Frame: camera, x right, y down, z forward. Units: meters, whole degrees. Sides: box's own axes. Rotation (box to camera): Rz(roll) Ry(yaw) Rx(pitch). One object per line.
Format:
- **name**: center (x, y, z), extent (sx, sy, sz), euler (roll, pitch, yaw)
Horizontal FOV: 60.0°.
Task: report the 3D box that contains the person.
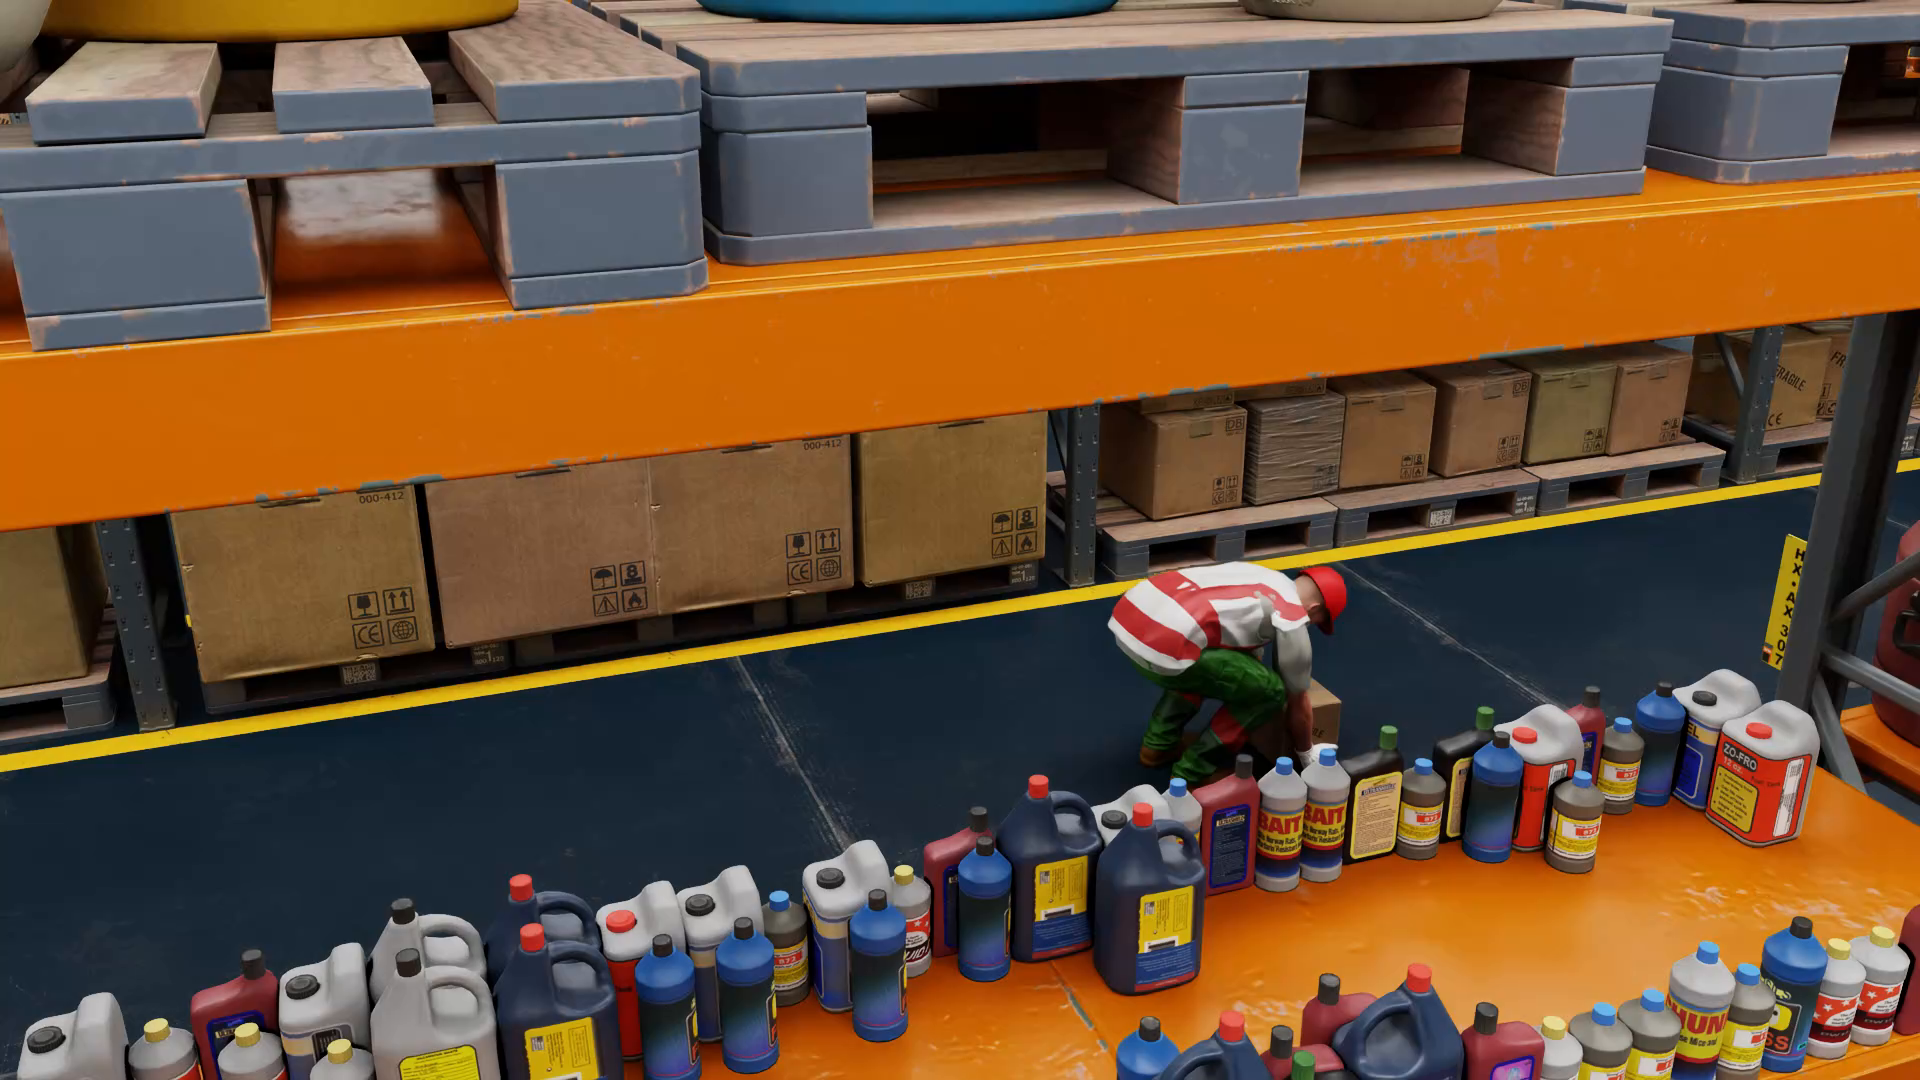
- **person**: center (1.014, 0.488, 6.182), extent (0.966, 0.844, 0.530), euler (-9, 24, -21)
